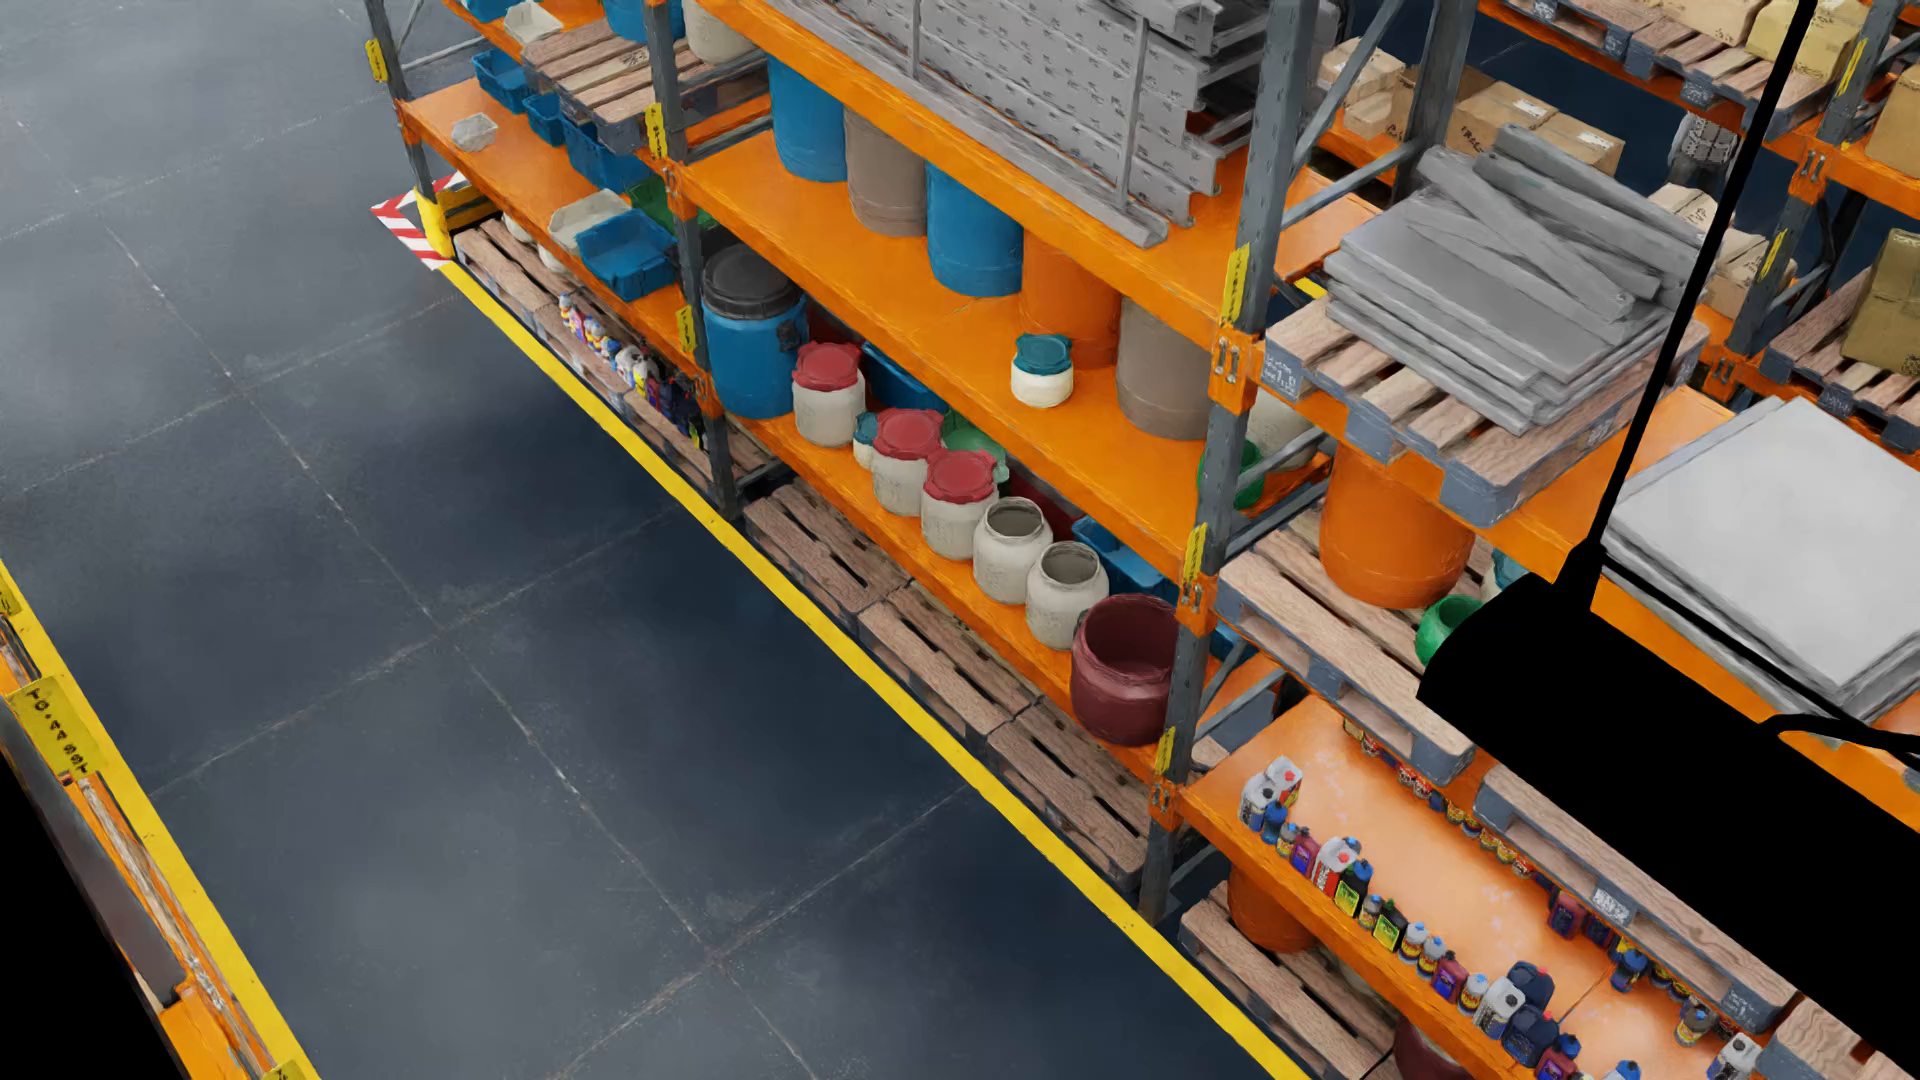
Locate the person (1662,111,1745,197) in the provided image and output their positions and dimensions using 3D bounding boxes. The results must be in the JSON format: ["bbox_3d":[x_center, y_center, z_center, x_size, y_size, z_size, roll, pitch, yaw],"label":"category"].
[{"bbox_3d":[5.640,-2.917,12.598,0.510,1.673,0.412,14,48,13],"label":"person"}]
